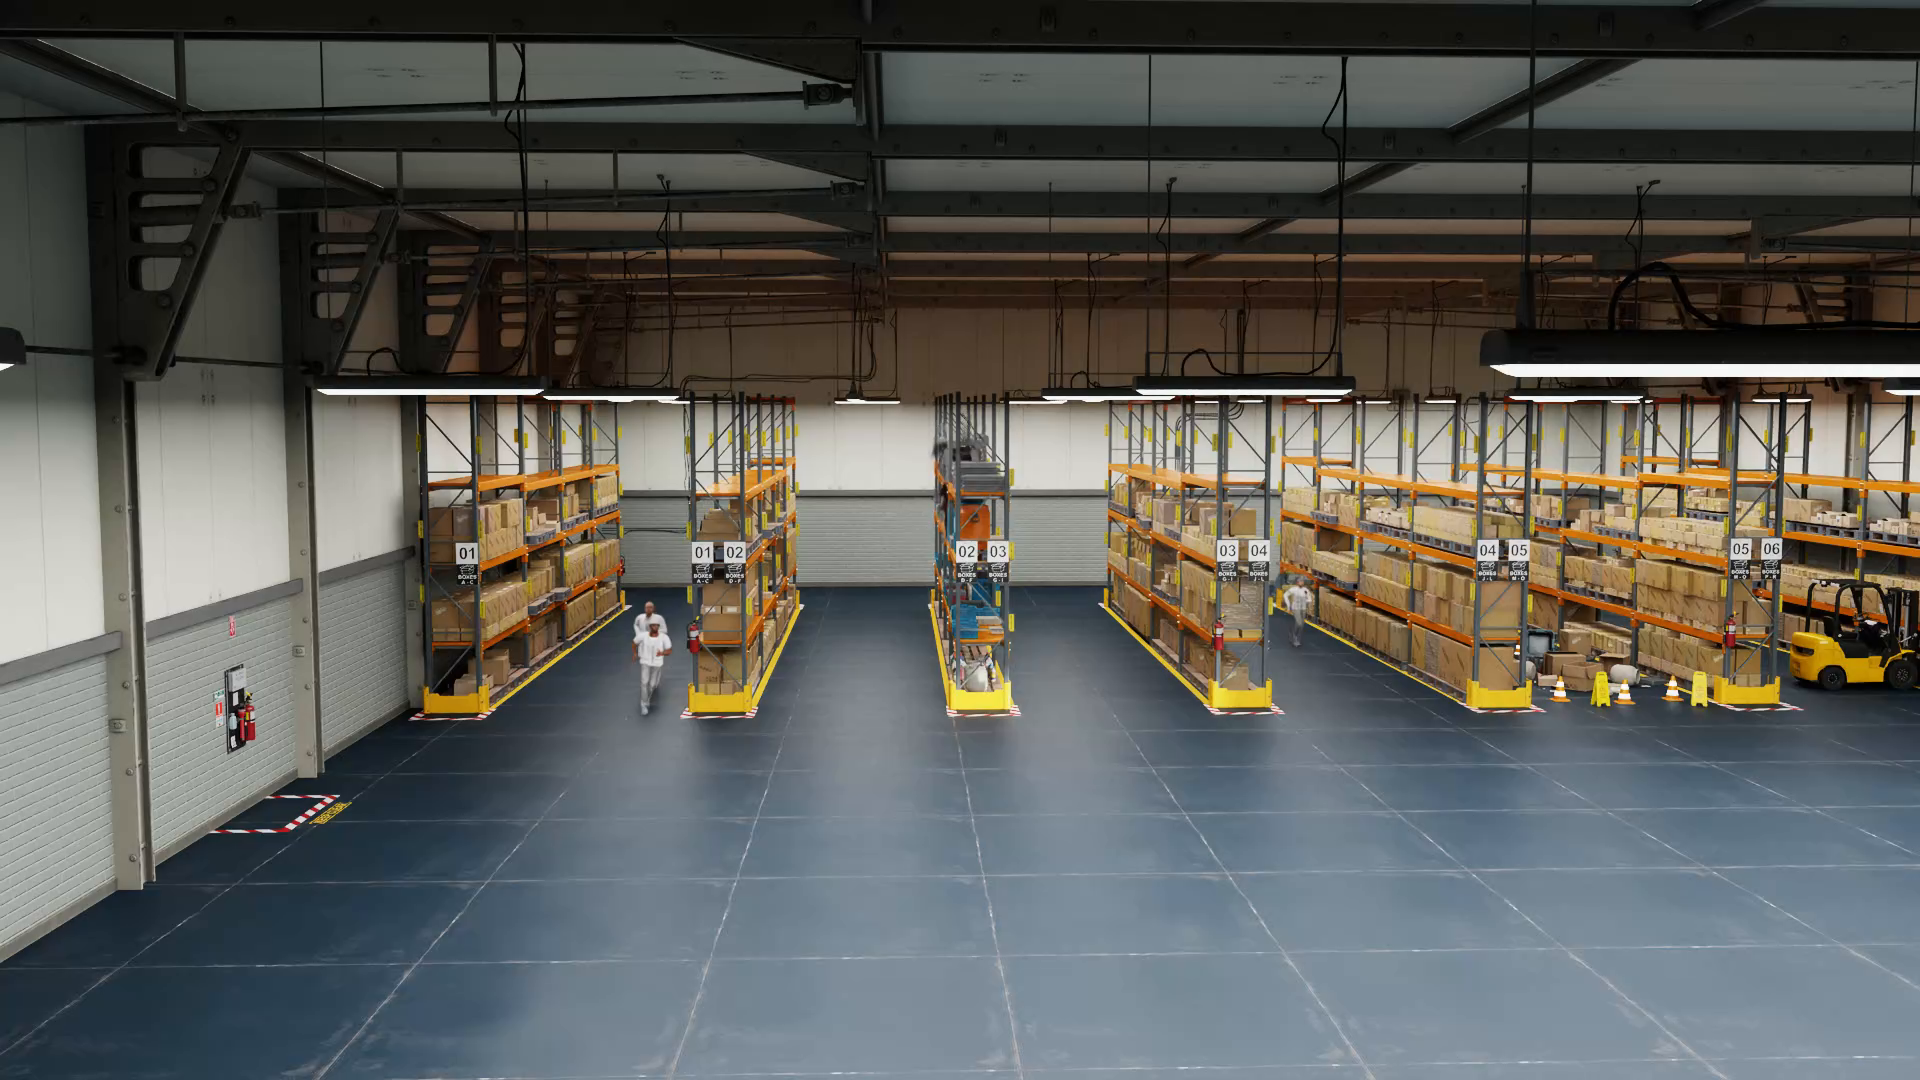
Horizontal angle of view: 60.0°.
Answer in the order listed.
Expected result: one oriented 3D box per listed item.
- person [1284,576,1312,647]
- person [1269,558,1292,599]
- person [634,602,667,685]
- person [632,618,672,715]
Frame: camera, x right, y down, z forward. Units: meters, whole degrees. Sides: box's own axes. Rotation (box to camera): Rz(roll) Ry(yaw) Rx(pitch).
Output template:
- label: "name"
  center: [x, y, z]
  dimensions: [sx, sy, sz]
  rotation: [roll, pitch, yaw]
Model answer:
- label: "person"
  center: [8.119, 1.696, 39.752]
  dimensions: [0.591, 1.705, 0.647]
  rotation: [-1, 5, -14]
- label: "person"
  center: [9.497, 0.900, 49.116]
  dimensions: [0.950, 1.712, 0.751]
  rotation: [2, 5, 28]
- label: "person"
  center: [-6.245, 2.124, 33.450]
  dimensions: [0.704, 1.750, 1.038]
  rotation: [0, 5, 1]
- label: "person"
  center: [-5.766, 2.329, 31.173]
  dimensions: [0.727, 1.743, 0.986]
  rotation: [-1, 5, -18]
